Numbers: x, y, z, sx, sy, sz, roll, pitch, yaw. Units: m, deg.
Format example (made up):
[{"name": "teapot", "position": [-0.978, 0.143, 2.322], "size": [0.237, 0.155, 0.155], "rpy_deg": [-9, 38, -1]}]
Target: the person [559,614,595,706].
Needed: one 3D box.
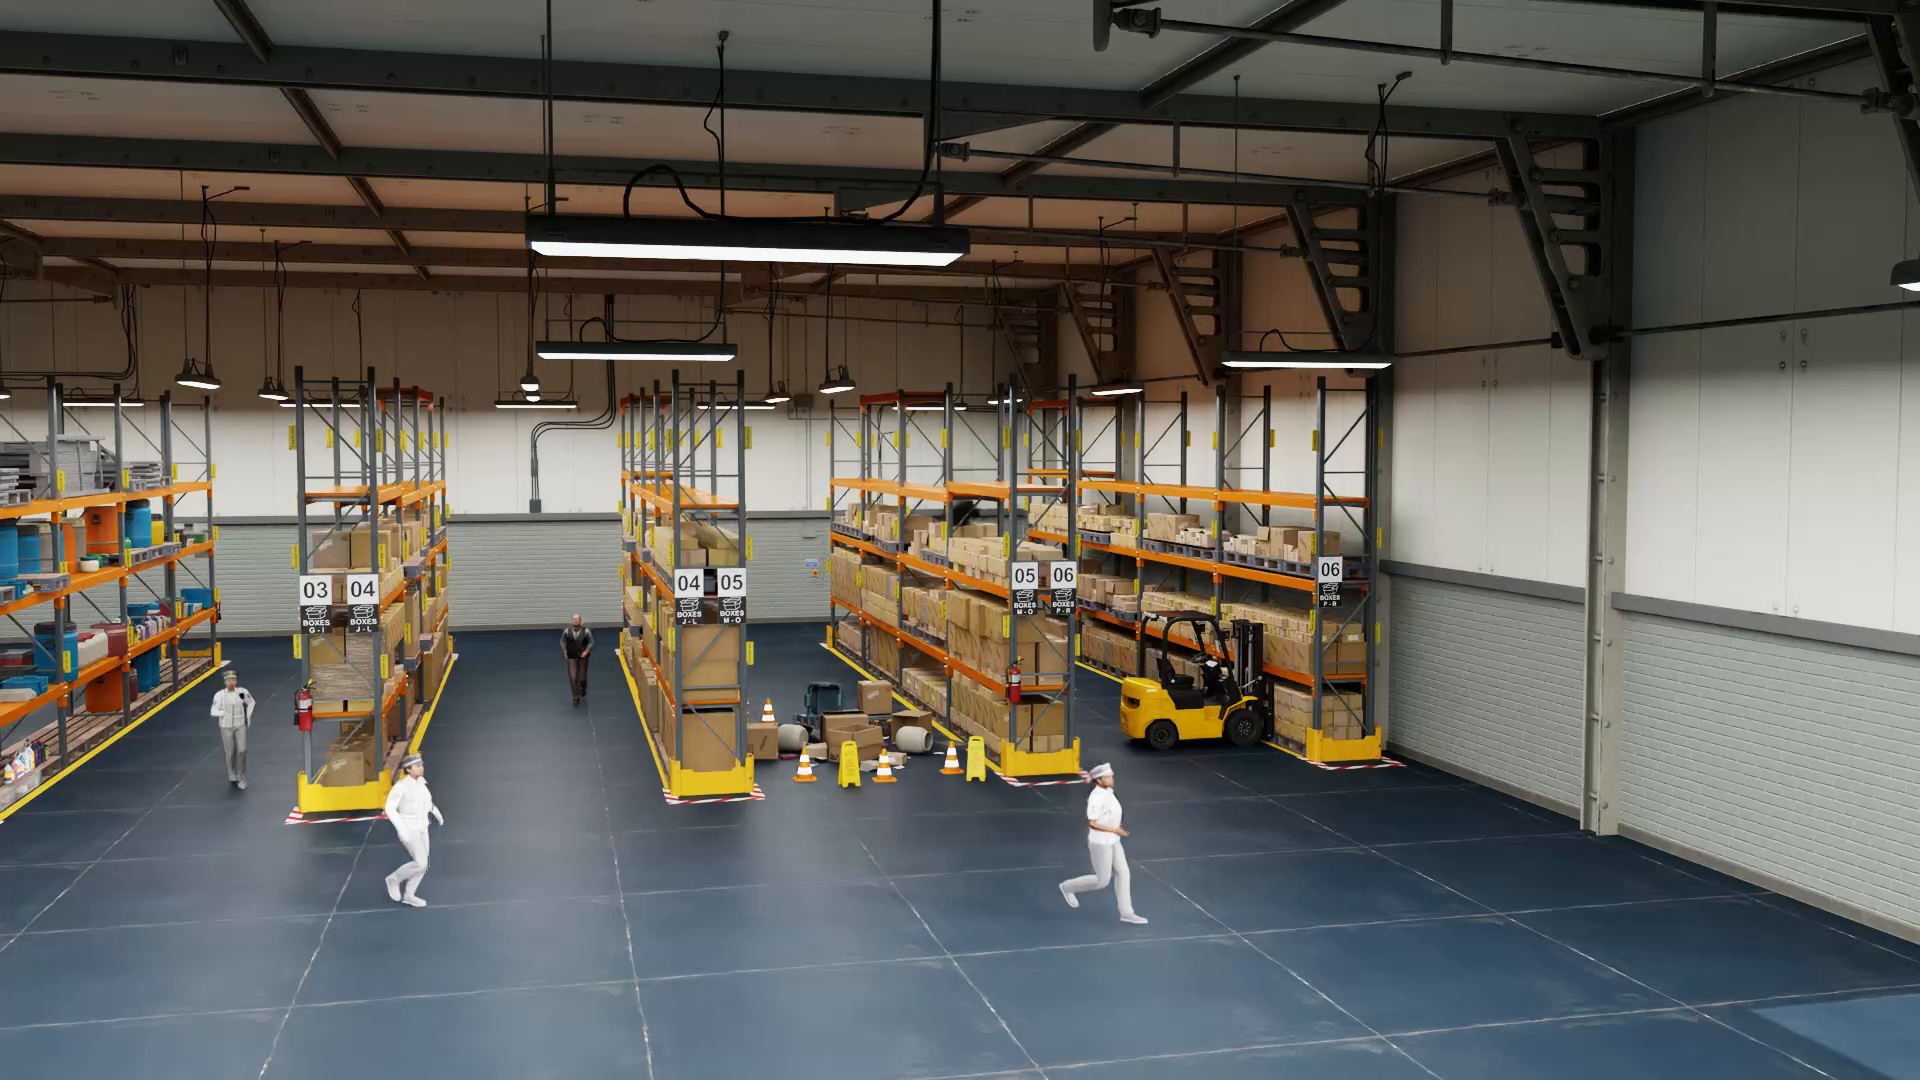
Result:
[{"name": "person", "position": [-7.289, 2.264, 31.683], "size": [0.673, 1.702, 0.789], "rpy_deg": [-1, 3, -9]}]

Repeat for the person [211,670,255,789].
[{"name": "person", "position": [-10.485, 2.734, 24.007], "size": [0.590, 1.740, 0.715], "rpy_deg": [-2, 4, -24]}]

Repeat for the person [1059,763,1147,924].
[{"name": "person", "position": [1.507, 3.132, 17.295], "size": [0.934, 1.666, 0.595], "rpy_deg": [2, 4, 25]}]

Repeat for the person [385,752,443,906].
[{"name": "person", "position": [-5.879, 3.110, 17.924], "size": [0.528, 1.660, 0.634], "rpy_deg": [1, 4, 16]}]
